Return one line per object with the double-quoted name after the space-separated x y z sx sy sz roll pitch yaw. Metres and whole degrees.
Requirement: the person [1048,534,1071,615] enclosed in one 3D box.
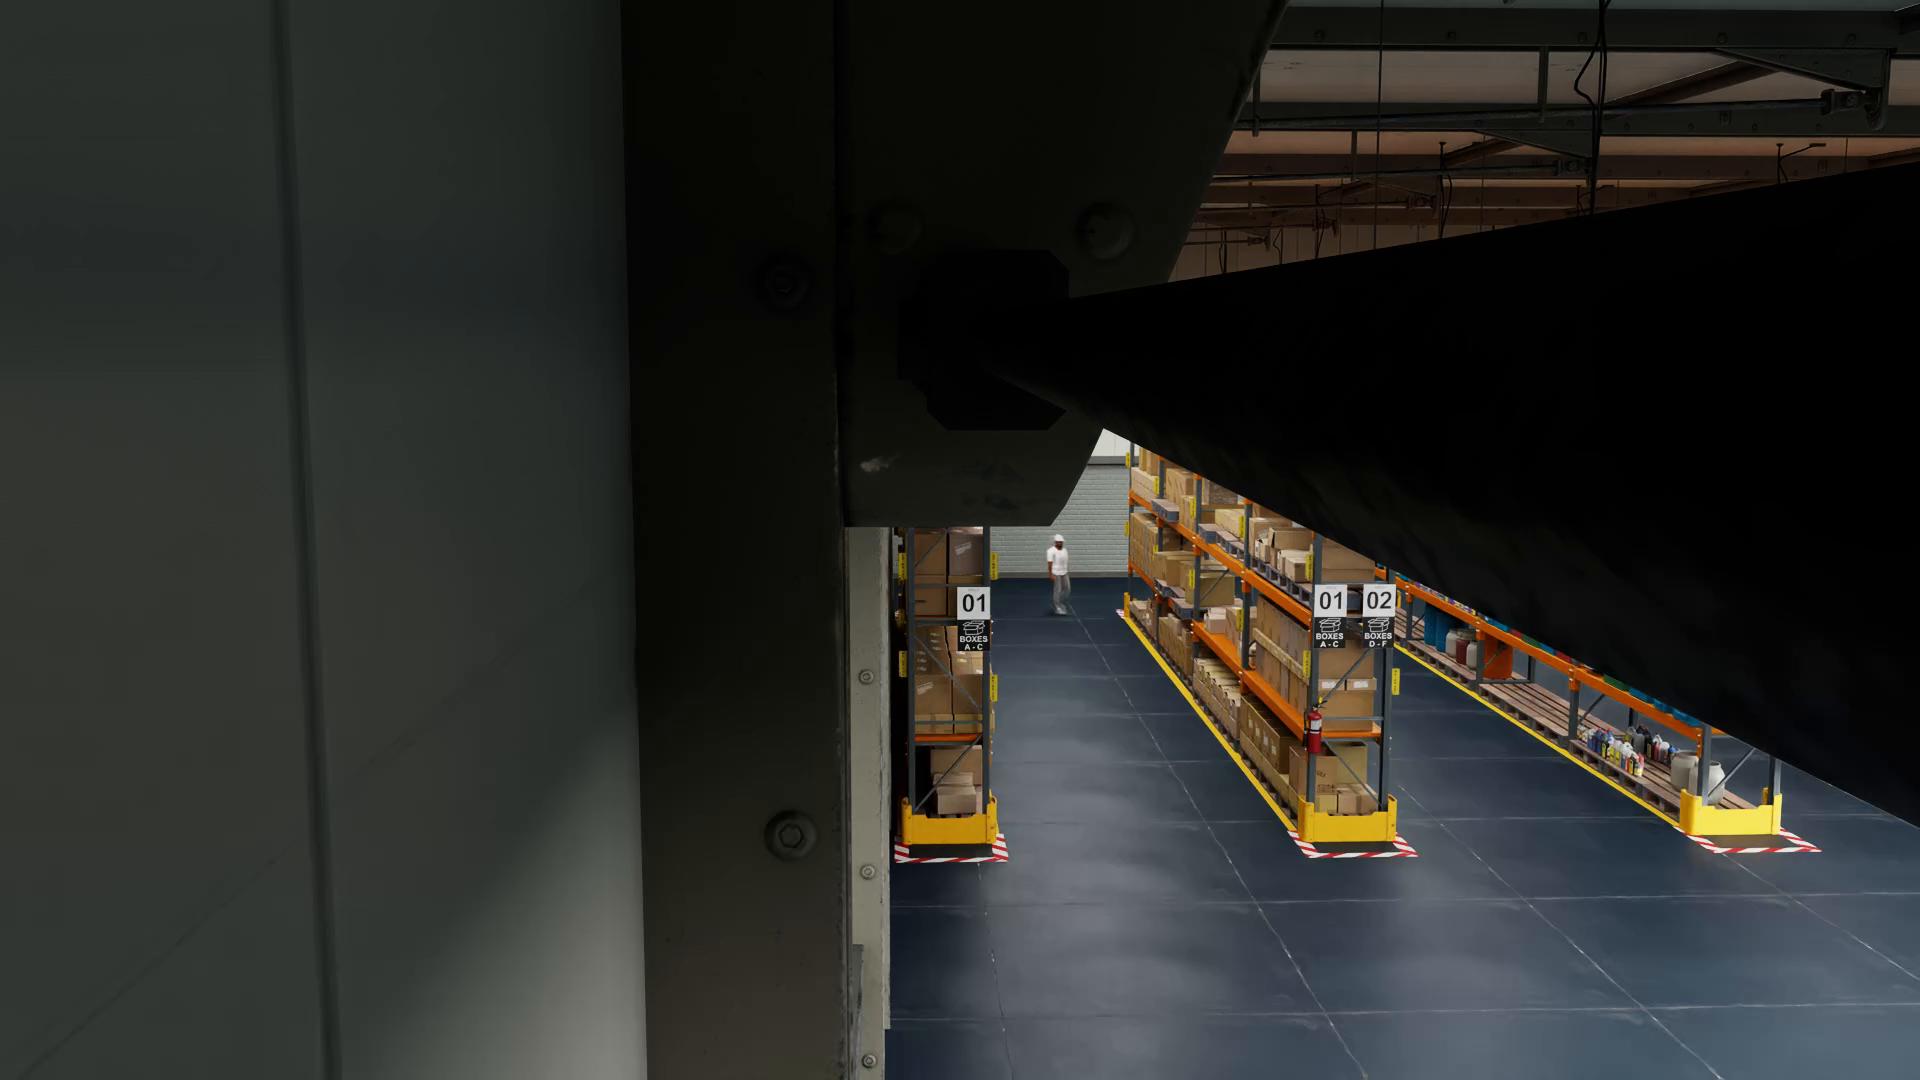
2.203 0.773 36.692 0.453 1.794 0.606 6 10 41 "person"
